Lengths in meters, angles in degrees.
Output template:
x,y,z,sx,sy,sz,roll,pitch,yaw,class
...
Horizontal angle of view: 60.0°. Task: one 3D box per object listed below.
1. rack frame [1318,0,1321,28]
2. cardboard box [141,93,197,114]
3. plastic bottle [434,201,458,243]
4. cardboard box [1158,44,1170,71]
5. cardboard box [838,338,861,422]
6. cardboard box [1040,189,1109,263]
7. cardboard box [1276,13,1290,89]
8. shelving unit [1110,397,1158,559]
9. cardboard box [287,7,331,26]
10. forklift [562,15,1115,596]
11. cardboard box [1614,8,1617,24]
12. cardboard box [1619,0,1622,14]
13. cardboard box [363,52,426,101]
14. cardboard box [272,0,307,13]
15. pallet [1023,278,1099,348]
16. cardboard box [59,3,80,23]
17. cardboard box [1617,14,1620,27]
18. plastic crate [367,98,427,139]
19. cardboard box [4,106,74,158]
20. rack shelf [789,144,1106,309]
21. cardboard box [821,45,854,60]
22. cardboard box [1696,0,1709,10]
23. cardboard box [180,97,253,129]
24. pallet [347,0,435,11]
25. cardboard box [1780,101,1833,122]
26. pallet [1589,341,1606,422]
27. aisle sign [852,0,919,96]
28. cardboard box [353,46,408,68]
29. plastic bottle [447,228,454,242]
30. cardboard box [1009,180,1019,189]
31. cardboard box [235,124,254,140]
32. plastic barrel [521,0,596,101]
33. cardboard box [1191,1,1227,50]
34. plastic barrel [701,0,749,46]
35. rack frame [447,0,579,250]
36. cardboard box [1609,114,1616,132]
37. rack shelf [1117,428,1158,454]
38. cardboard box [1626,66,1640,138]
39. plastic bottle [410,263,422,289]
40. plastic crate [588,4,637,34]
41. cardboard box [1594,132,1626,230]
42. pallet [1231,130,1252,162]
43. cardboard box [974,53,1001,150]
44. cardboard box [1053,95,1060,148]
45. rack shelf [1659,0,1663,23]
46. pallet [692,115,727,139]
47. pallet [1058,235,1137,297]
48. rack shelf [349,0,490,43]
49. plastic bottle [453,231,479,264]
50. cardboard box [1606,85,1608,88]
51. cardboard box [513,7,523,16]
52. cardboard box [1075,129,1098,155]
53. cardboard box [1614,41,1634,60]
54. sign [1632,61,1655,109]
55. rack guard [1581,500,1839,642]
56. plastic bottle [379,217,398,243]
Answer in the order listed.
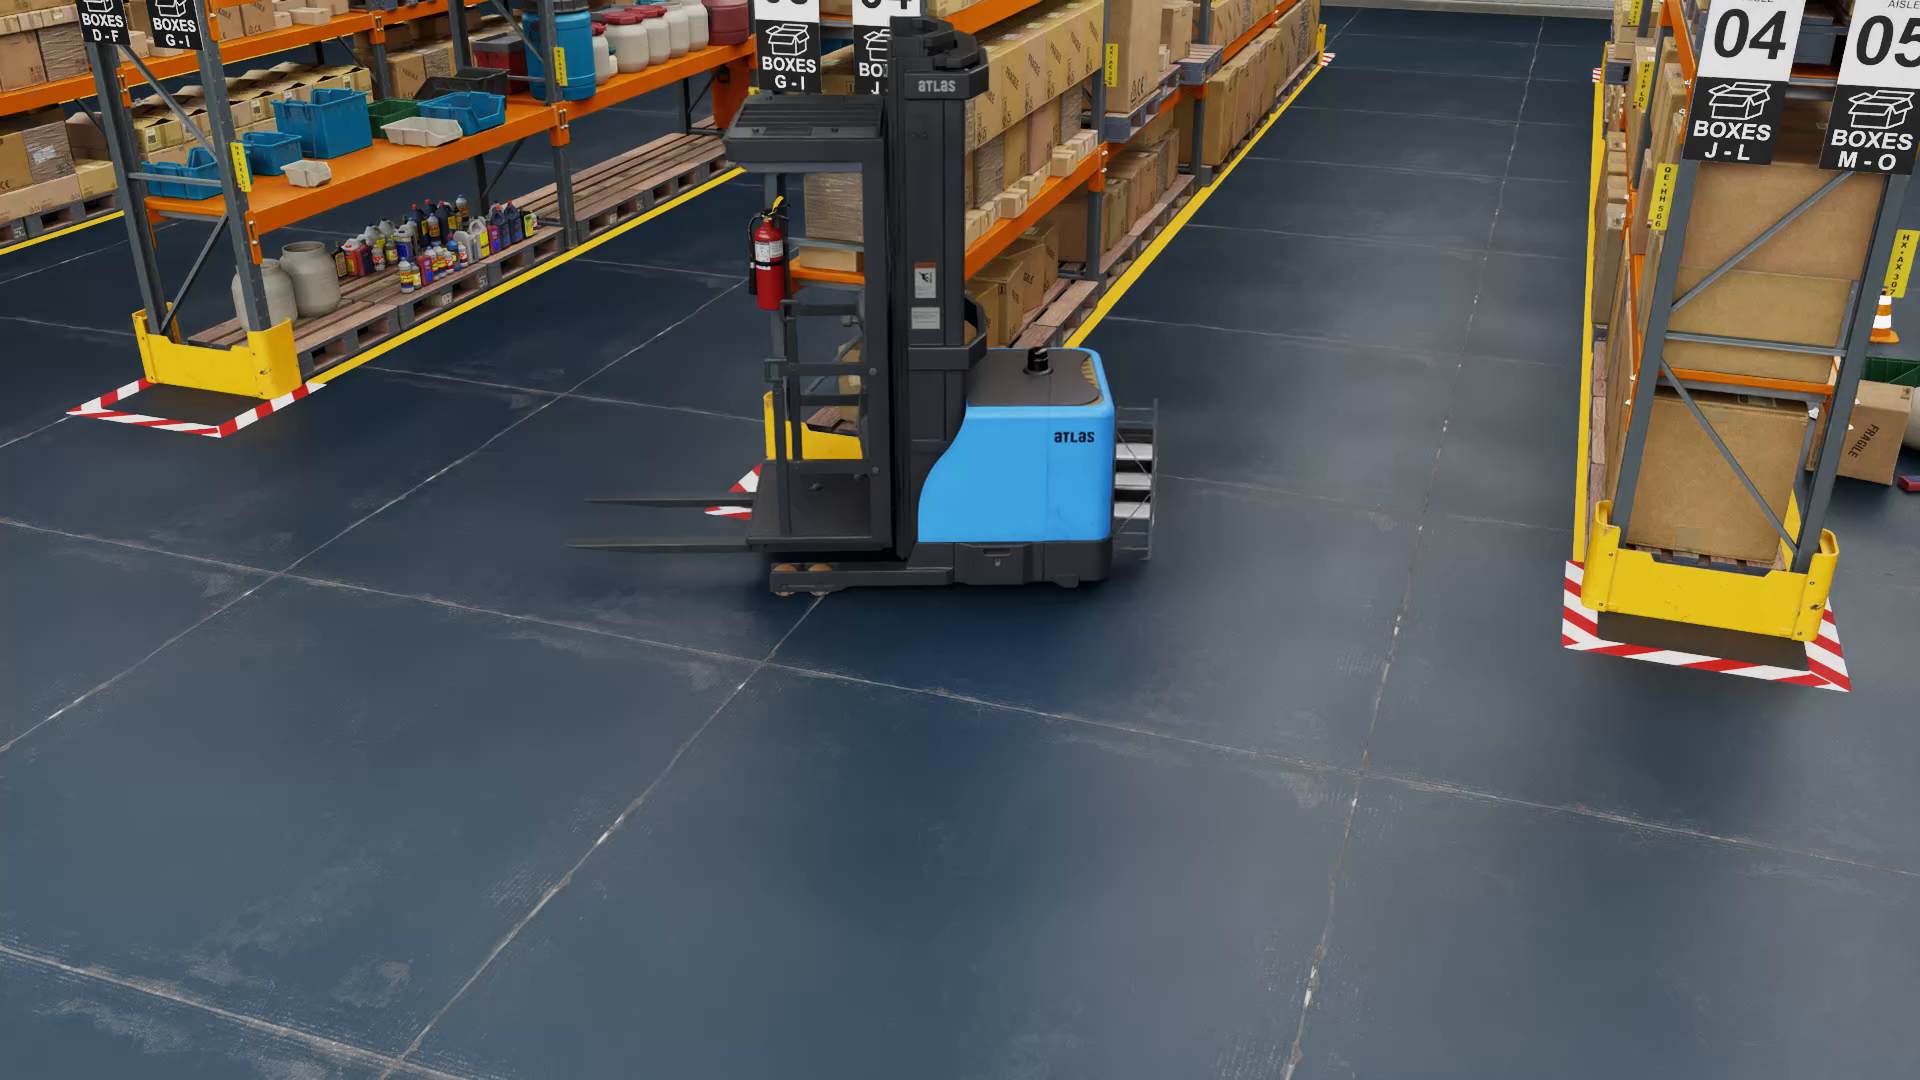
x,y,z,sx,sy,sz,roll,pitch,yaw,class
4.654,-8.314,23.480,1.000,3.000,0.127,9,27,17,rack frame
-8.480,-4.652,17.947,0.500,0.311,0.500,9,27,17,cardboard box
-4.534,-2.815,14.656,0.144,0.351,0.185,9,27,17,plastic bottle
1.691,-4.431,15.132,0.396,0.266,0.258,8,27,16,cardboard box
-0.447,-1.057,10.878,0.500,0.500,0.500,14,29,27,cardboard box
0.885,-2.705,14.259,0.700,0.500,0.500,7,27,13,cardboard box
3.618,-6.163,20.993,0.875,0.875,0.875,9,27,17,cardboard box
0.981,-0.346,9.430,0.258,0.900,0.210,2,26,5,shelving unit
-7.388,-5.942,18.869,0.380,0.149,0.250,9,27,17,cardboard box
-0.690,-1.246,8.961,3.031,2.935,1.130,0,26,-1,forklift
7.059,-5.466,17.404,0.380,0.149,0.250,8,27,15,cardboard box
6.624,-5.198,16.168,0.380,0.149,0.250,10,27,19,cardboard box
-6.928,-5.684,20.410,0.500,0.500,0.500,10,28,20,cardboard box
-7.829,-6.085,18.979,0.500,0.311,0.500,8,27,17,cardboard box
0.470,-1.847,13.322,1.003,0.211,1.213,9,27,17,pallet
-8.568,-5.015,15.807,0.380,0.149,0.250,9,27,17,cardboard box
6.626,-5.066,16.236,0.380,0.149,0.250,9,27,18,cardboard box
-4.728,-3.489,13.757,0.450,0.188,0.662,9,27,17,plastic crate
-9.129,-3.965,16.310,0.500,0.500,0.500,9,27,17,cardboard box
-0.005,-2.237,11.754,1.077,0.370,4.000,9,27,17,rack shelf
-0.560,-2.836,10.563,0.500,0.500,0.500,9,27,17,cardboard box
3.764,-2.635,8.000,0.380,0.149,0.250,9,27,17,cardboard box
-7.965,-4.577,17.790,0.500,0.311,0.500,8,27,16,cardboard box
-7.189,-6.667,20.299,1.213,0.211,1.003,9,27,17,pallet
4.544,-2.129,9.293,0.875,0.550,0.550,9,27,17,cardboard box
4.977,-1.066,11.709,1.003,0.211,1.213,9,27,17,pallet
-0.408,-2.840,9.191,0.394,0.787,0.004,9,27,17,aisle sign
-7.259,-5.956,20.973,0.500,0.500,0.500,10,28,19,cardboard box
-4.282,-2.508,14.099,0.061,0.283,0.133,9,27,17,plastic bottle
0.198,-2.433,11.621,0.380,0.149,0.250,9,27,17,cardboard box
-7.971,-4.326,17.915,0.500,0.250,0.500,8,27,16,cardboard box
-3.596,-4.442,14.907,0.600,0.901,0.708,9,27,17,plastic barrel
2.410,-5.232,16.999,0.500,0.500,0.500,10,27,19,cardboard box
-2.548,-5.572,17.659,0.600,0.536,0.708,9,27,17,plastic barrel
-4.010,-4.101,14.779,1.000,3.000,0.127,9,27,17,rack frame
6.945,-4.071,17.102,0.500,0.500,0.500,8,27,15,cardboard box
0.979,-0.559,9.326,0.258,0.077,0.200,2,26,5,rack shelf
5.729,-3.545,13.514,0.500,0.500,0.500,8,27,17,cardboard box
-4.410,-2.138,13.431,0.097,0.201,0.097,0,26,0,plastic bottle
-3.505,-5.154,16.880,0.402,0.464,0.583,9,27,17,plastic crate
6.348,-3.205,15.028,1.050,0.750,0.750,8,27,17,cardboard box
2.733,-4.584,18.976,1.003,0.211,1.213,9,27,17,pallet
-0.058,-2.759,10.403,0.500,0.500,0.500,9,27,17,cardboard box
0.253,-3.186,12.431,0.875,0.500,0.500,9,27,17,cardboard box
5.970,-4.470,12.924,1.077,0.370,4.000,9,27,17,rack shelf
-2.456,-4.820,19.463,1.003,0.211,1.213,9,27,17,pallet
0.918,-2.448,14.564,1.003,0.211,1.213,9,27,17,pallet
-6.683,-6.963,21.515,1.077,0.370,4.000,9,27,17,rack shelf
-4.182,-2.489,14.070,0.152,0.276,0.135,9,27,18,plastic bottle
8.387,-5.771,21.016,0.380,0.149,0.250,7,27,15,cardboard box
-6.096,-7.457,24.073,0.500,0.500,0.500,9,27,17,cardboard box
0.866,-3.139,13.079,0.380,0.149,0.250,9,27,17,cardboard box
6.366,-4.611,15.638,0.380,0.149,0.250,9,27,18,cardboard box
4.789,-3.182,11.643,0.100,0.325,0.005,9,27,17,sign
3.965,0.156,8.853,1.175,0.500,0.348,9,27,17,rack guard
-4.874,-2.583,14.178,0.144,0.351,0.185,9,27,17,plastic bottle
